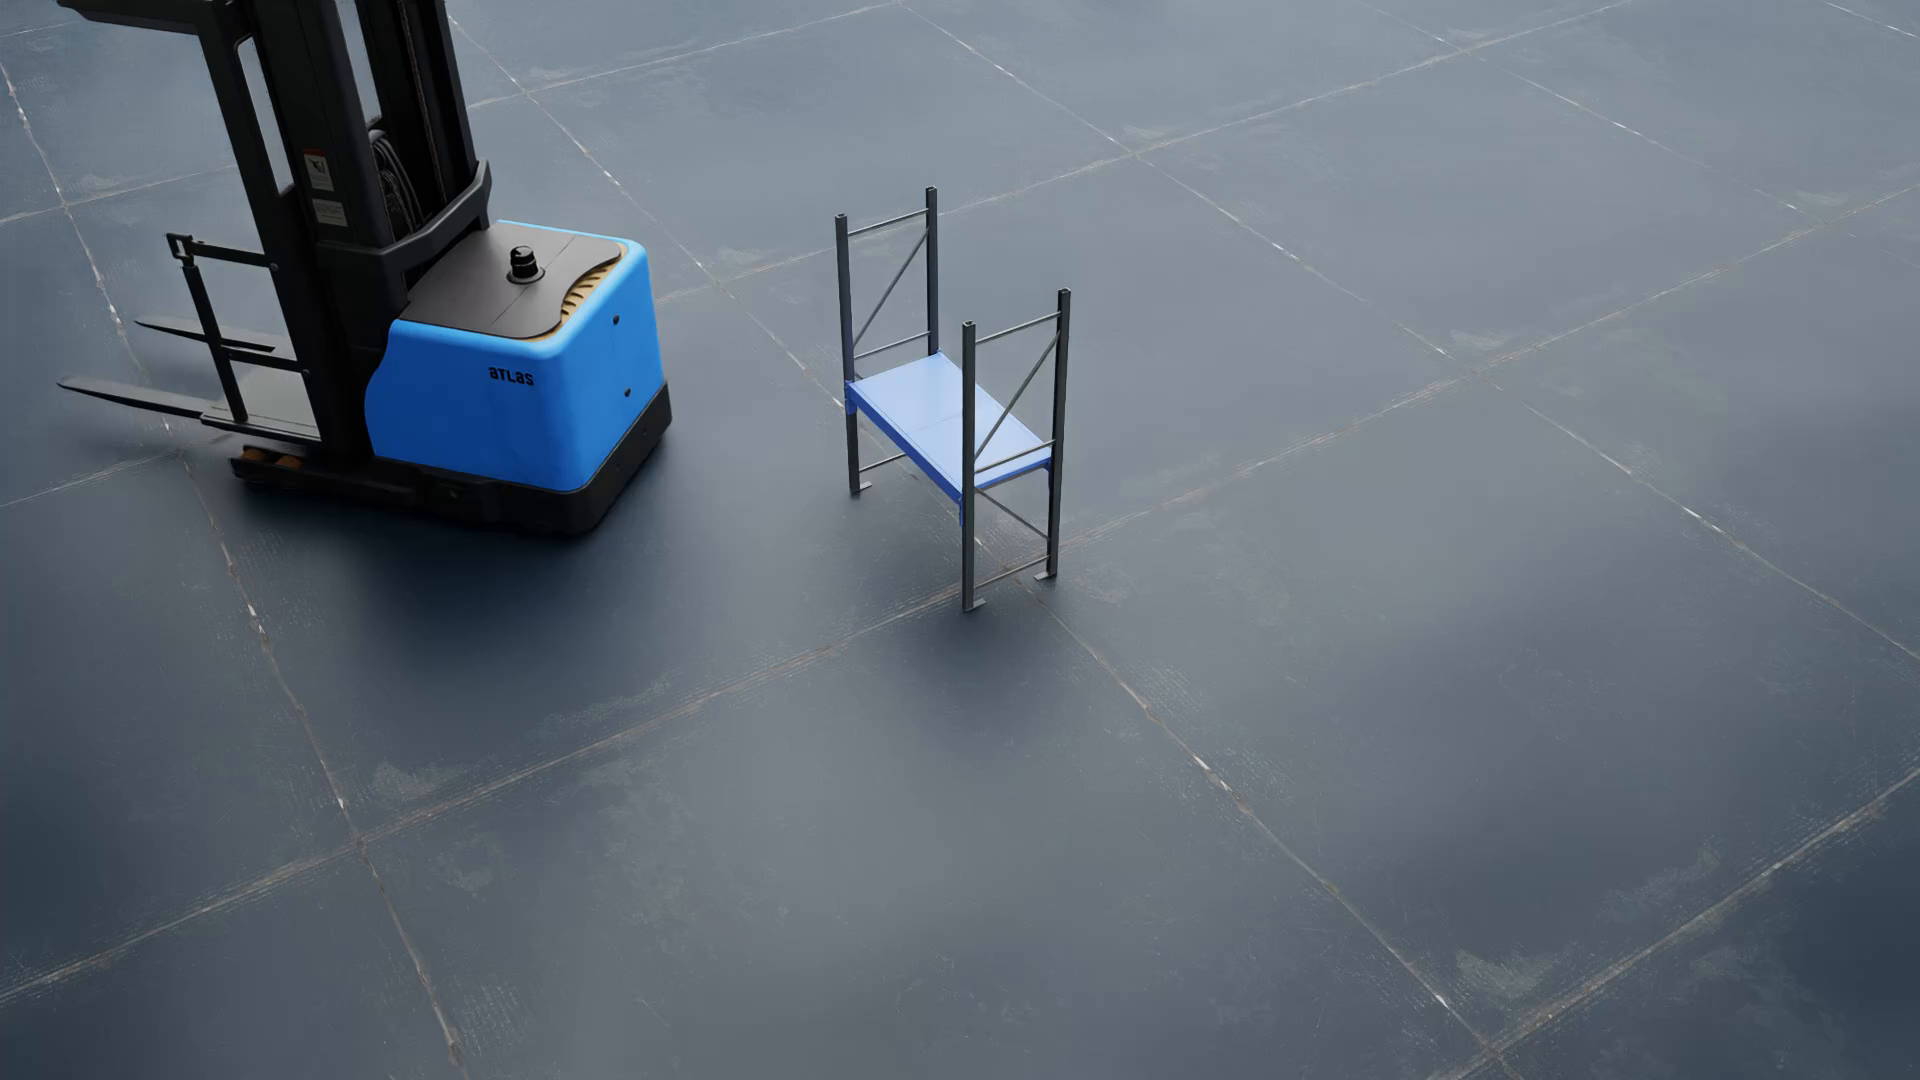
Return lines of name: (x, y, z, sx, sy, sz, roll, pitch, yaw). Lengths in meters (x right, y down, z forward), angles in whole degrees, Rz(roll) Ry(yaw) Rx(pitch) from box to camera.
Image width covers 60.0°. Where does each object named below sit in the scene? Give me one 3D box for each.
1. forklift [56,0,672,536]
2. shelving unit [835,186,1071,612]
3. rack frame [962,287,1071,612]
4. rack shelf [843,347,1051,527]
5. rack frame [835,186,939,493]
forklift: (-3.035, -1.680, 7.537, 3.031, 2.935, 1.130, 11, 41, 13)
shelving unit: (-0.046, -0.622, 7.386, 0.538, 1.500, 1.048, -22, 45, -24)
rack frame: (0.227, -0.348, 7.056, 0.500, 1.500, 0.032, -22, 45, -24)
rack shelf: (-0.046, -0.484, 7.501, 0.538, 0.185, 1.000, -22, 45, -24)
rack frame: (-0.319, -0.897, 7.715, 0.500, 1.500, 0.032, -22, 45, -24)
